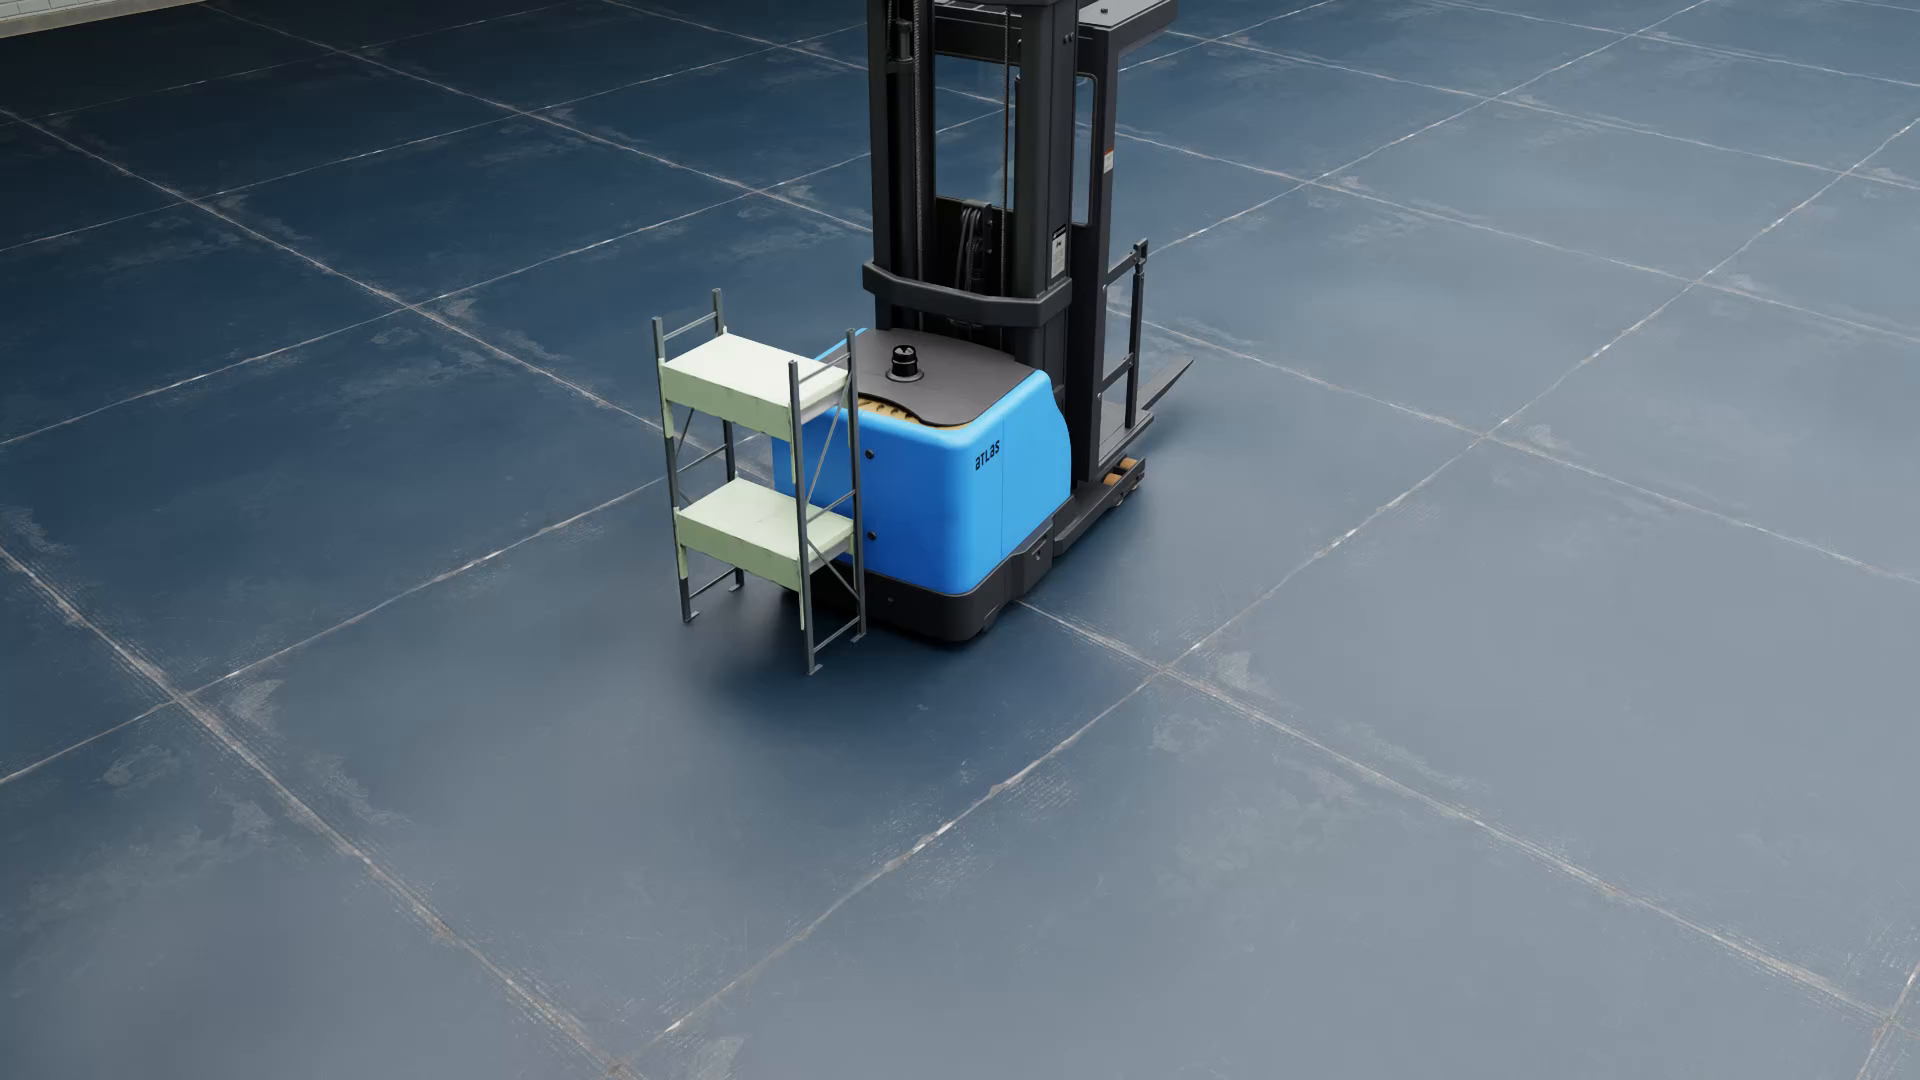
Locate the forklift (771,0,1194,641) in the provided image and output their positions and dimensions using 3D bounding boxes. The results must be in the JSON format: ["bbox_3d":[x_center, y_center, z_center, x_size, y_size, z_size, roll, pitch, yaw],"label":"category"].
[{"bbox_3d":[0.310,-1.536,7.960,1.130,2.935,3.031,16,35,25],"label":"forklift"}]

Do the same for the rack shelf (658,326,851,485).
[{"bbox_3d":[-0.849,-0.577,6.998,0.720,0.370,0.431,20,36,30],"label":"rack shelf"}]

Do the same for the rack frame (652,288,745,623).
[{"bbox_3d":[-1.148,-0.351,7.380,0.023,1.500,0.400,20,36,30],"label":"rack frame"}]

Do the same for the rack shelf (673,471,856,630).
[{"bbox_3d":[-0.849,0.036,7.368,0.720,0.370,0.431,20,36,30],"label":"rack shelf"}]

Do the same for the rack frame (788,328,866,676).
[{"bbox_3d":[-0.549,-0.134,7.019,0.023,1.500,0.400,20,36,30],"label":"rack frame"}]

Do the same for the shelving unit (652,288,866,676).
[{"bbox_3d":[-0.849,-0.243,7.199,0.755,1.500,0.431,20,36,30],"label":"shelving unit"}]
